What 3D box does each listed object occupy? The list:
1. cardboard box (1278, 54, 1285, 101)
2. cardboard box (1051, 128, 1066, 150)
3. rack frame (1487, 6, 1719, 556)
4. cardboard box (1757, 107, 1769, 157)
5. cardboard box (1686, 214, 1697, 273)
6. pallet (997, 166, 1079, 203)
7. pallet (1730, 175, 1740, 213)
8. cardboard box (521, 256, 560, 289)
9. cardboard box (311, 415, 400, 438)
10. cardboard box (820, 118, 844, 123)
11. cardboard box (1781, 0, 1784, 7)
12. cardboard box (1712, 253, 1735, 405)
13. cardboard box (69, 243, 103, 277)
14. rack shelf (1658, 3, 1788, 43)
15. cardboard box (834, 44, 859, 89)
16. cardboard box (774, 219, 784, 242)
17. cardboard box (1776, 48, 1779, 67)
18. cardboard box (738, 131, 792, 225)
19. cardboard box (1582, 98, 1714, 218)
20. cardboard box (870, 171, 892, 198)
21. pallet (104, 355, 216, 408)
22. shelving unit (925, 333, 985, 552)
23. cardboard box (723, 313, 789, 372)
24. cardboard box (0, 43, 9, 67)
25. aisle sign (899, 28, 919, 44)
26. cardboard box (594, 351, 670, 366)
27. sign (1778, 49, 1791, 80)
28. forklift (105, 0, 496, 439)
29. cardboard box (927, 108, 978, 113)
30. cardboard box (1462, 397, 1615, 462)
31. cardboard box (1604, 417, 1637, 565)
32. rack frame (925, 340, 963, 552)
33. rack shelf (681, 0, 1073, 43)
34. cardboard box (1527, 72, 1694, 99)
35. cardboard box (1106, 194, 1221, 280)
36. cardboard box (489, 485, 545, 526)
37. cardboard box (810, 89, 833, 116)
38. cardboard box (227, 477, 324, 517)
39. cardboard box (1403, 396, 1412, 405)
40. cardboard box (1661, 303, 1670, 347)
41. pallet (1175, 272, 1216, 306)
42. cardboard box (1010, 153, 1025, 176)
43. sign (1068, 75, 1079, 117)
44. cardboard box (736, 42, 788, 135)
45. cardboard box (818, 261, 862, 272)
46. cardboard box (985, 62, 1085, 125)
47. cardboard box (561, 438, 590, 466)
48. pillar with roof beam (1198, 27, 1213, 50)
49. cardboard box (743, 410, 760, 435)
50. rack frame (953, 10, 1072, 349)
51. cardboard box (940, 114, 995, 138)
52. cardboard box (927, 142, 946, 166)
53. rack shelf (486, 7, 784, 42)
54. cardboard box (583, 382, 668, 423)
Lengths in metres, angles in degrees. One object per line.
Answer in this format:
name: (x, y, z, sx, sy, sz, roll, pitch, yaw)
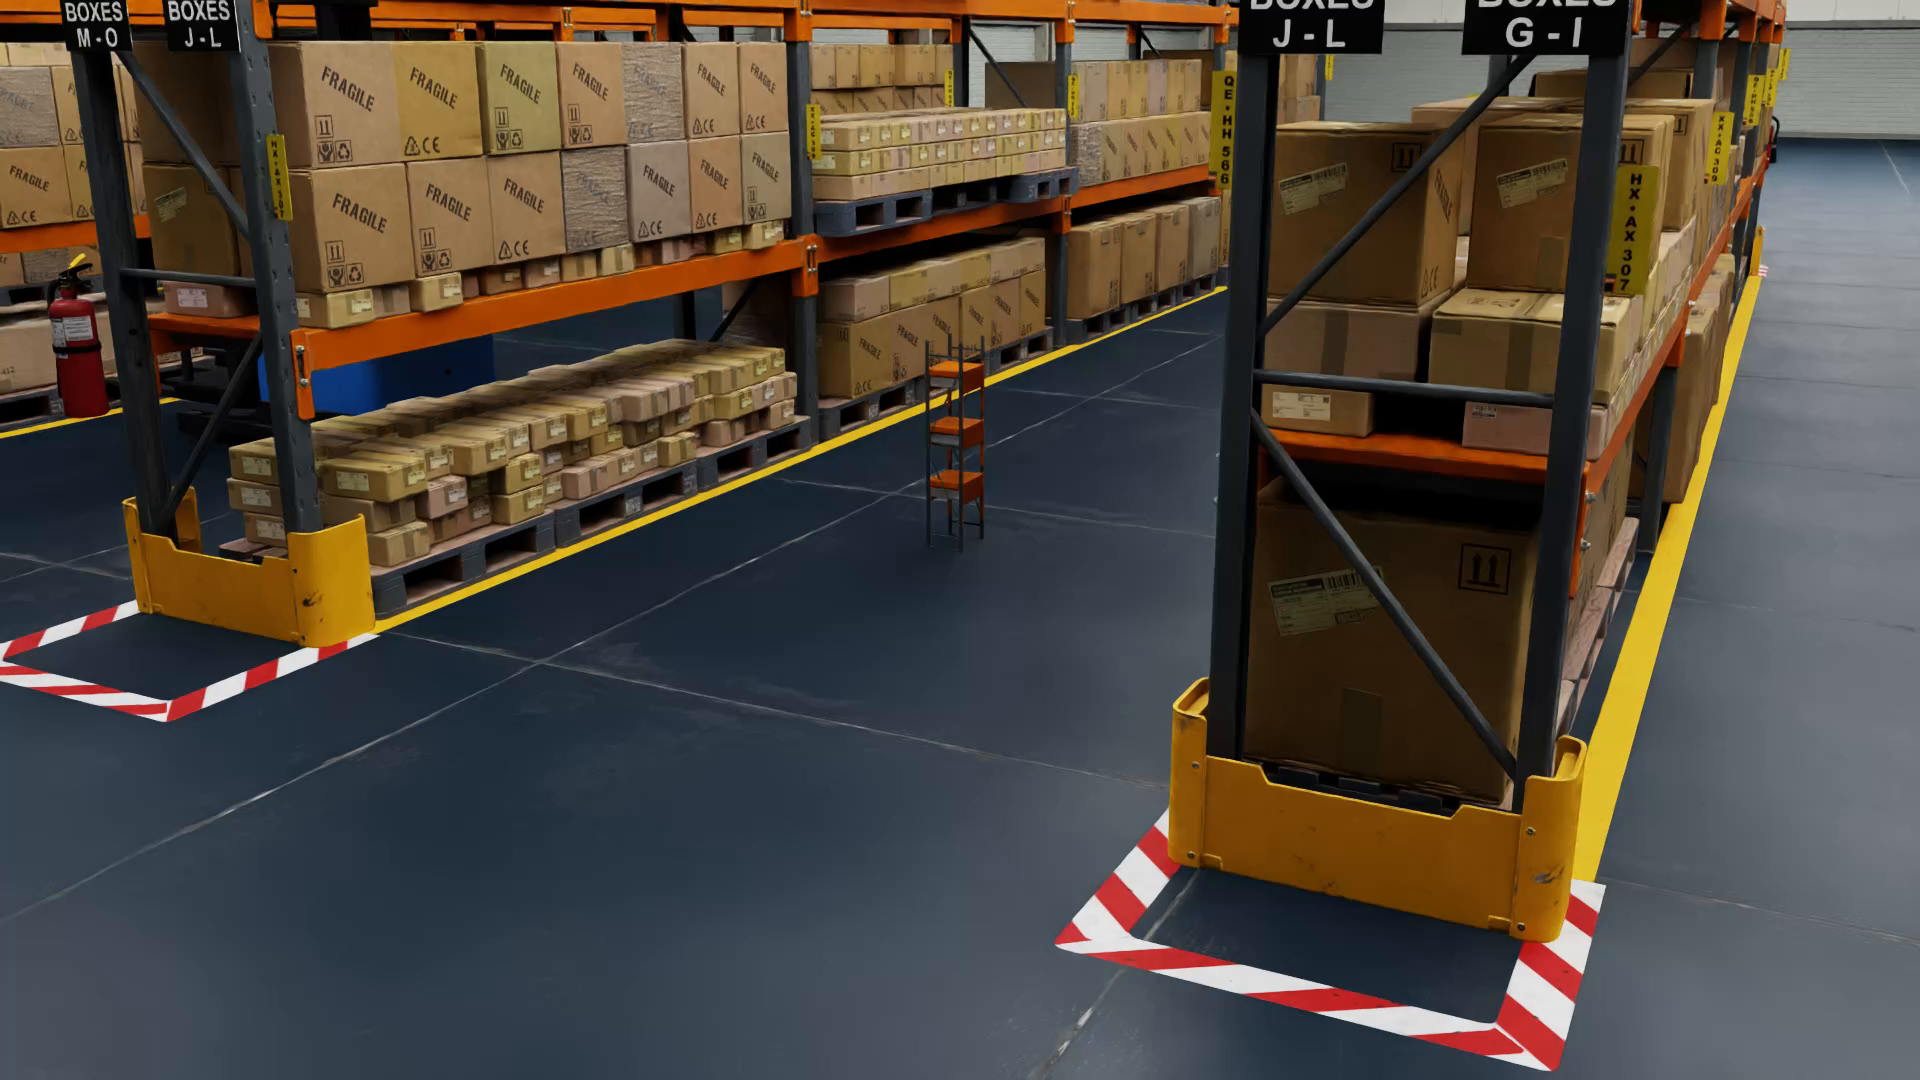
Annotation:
cardboard box: (3.138, -5.221, 18.675, 0.875, 0.550, 0.500, 8, 18, 25)
cardboard box: (0.606, -3.152, 13.049, 0.380, 0.149, 0.250, 9, 19, 27)
rack frame: (3.024, -1.437, 8.093, 1.000, 3.000, 0.127, 8, 18, 25)
cardboard box: (7.110, -3.894, 15.670, 0.875, 0.500, 0.500, 8, 18, 25)
cardboard box: (3.061, -1.361, 7.580, 0.500, 0.250, 0.500, 8, 18, 24)
pallet: (0.196, -2.825, 13.105, 1.213, 0.211, 1.003, 8, 18, 25)
pallet: (5.034, -2.558, 12.207, 1.213, 0.211, 1.003, 8, 18, 25)
cardboard box: (-2.201, -1.335, 8.193, 0.380, 0.149, 0.250, 8, 18, 24)
cardboard box: (-2.980, -0.500, 8.165, 0.380, 0.149, 0.250, 8, 18, 24)
cardboard box: (-1.010, -2.787, 11.300, 0.380, 0.149, 0.250, 8, 18, 25)
cardboard box: (7.941, -5.447, 16.590, 0.500, 0.250, 0.500, 9, 19, 27)
cardboard box: (4.484, -1.465, 11.183, 1.225, 0.875, 0.875, 7, 18, 23)
cardboard box: (-8.958, -2.955, 16.857, 0.500, 0.500, 0.500, 9, 19, 28)
rack shelf: (7.492, -5.077, 16.344, 1.077, 0.370, 4.000, 8, 18, 25)
cardboard box: (-1.629, -5.617, 19.712, 0.700, 0.500, 0.500, 8, 18, 26)
cardboard box: (-1.287, -1.870, 9.994, 0.380, 0.149, 0.250, 8, 18, 25)
cardboard box: (8.361, -4.991, 17.607, 0.500, 0.500, 0.500, 8, 18, 25)
cardboard box: (-1.332, -2.125, 9.711, 0.500, 0.500, 0.500, 8, 18, 25)
cardboard box: (3.057, -1.716, 7.456, 0.500, 0.500, 0.500, 9, 19, 27)
cardboard box: (-0.662, -2.287, 10.661, 0.380, 0.149, 0.250, 8, 19, 26)
pallet: (-6.252, -1.177, 12.116, 1.003, 0.211, 1.213, 8, 18, 25)
shelving unit: (-0.024, -0.490, 8.329, 0.215, 1.050, 0.252, 8, 18, 25)
cardboard box: (-1.263, -1.317, 11.343, 0.500, 0.500, 0.500, 8, 18, 24)
cardboard box: (-6.323, -3.099, 10.619, 0.380, 0.149, 0.250, 8, 18, 24)
aisle sign: (-0.730, -7.055, 22.444, 0.394, 0.787, 0.004, 8, 18, 25)
cardboard box: (-1.953, -1.018, 9.910, 0.380, 0.149, 0.250, 8, 18, 25)
sign: (8.873, -5.124, 17.919, 0.100, 0.325, 0.005, 8, 18, 25)
forklift: (-4.482, -2.168, 10.675, 3.031, 2.935, 1.130, 10, 19, 29)
cardboard box: (-0.079, -3.316, 13.080, 0.380, 0.149, 0.250, 8, 18, 24)
cardboard box: (1.690, -0.346, 4.861, 0.380, 0.149, 0.250, 8, 18, 26)
cardboard box: (2.657, -0.461, 7.804, 0.875, 0.875, 0.875, 8, 18, 25)
rack frame: (-0.078, -0.459, 8.224, 0.200, 1.050, 0.008, 8, 18, 25)
rack shelf: (-0.475, -3.696, 11.694, 1.077, 0.370, 4.000, 8, 18, 25)
cardboard box: (3.302, -2.129, 8.487, 0.797, 0.503, 0.637, 8, 18, 24)
cardboard box: (2.009, -3.084, 16.854, 1.050, 0.750, 0.750, 8, 18, 25)
cardboard box: (-2.274, -0.194, 8.180, 0.380, 0.149, 0.250, 8, 18, 26)
cardboard box: (-1.821, -5.002, 19.399, 0.500, 0.500, 0.500, 8, 18, 25)
cardboard box: (-3.175, -0.222, 7.752, 0.380, 0.149, 0.250, 8, 18, 24)
cardboard box: (1.329, -0.560, 5.584, 0.380, 0.149, 0.250, 8, 18, 26)
cardboard box: (2.607, -0.869, 6.624, 0.380, 0.149, 0.250, 8, 18, 24)
pallet: (1.929, -2.588, 16.868, 1.003, 0.211, 1.213, 8, 18, 25)
cardboard box: (0.268, -2.817, 12.445, 0.380, 0.149, 0.250, 8, 18, 25)
sign: (0.909, -3.563, 13.356, 0.100, 0.325, 0.005, 8, 18, 25)
cardboard box: (-1.337, -2.609, 9.586, 0.500, 0.500, 0.500, 7, 18, 23)
cardboard box: (-1.020, -1.807, 11.675, 0.500, 0.250, 0.500, 9, 19, 28)
cardboard box: (0.628, -3.752, 13.958, 0.700, 0.500, 0.500, 8, 18, 25)
cardboard box: (-2.160, -0.494, 8.667, 0.380, 0.149, 0.250, 9, 19, 28)
pillar with roof beam: (11.217, -16.291, 47.570, 9.100, 9.000, 0.400, 8, 18, 25)
cardboard box: (-1.430, -0.729, 9.981, 0.380, 0.149, 0.250, 9, 19, 27)
rack frame: (0.419, -3.112, 13.734, 1.000, 3.000, 0.127, 8, 18, 25)
cardboard box: (0.030, -2.966, 11.901, 0.380, 0.149, 0.250, 9, 19, 28)
cardboard box: (-0.318, -2.626, 11.278, 0.380, 0.149, 0.250, 9, 19, 28)
rack shelf: (-3.161, -5.319, 17.158, 1.077, 0.370, 4.000, 8, 18, 25)
cardboard box: (-1.812, -0.748, 8.999, 0.380, 0.149, 0.250, 7, 18, 23)
